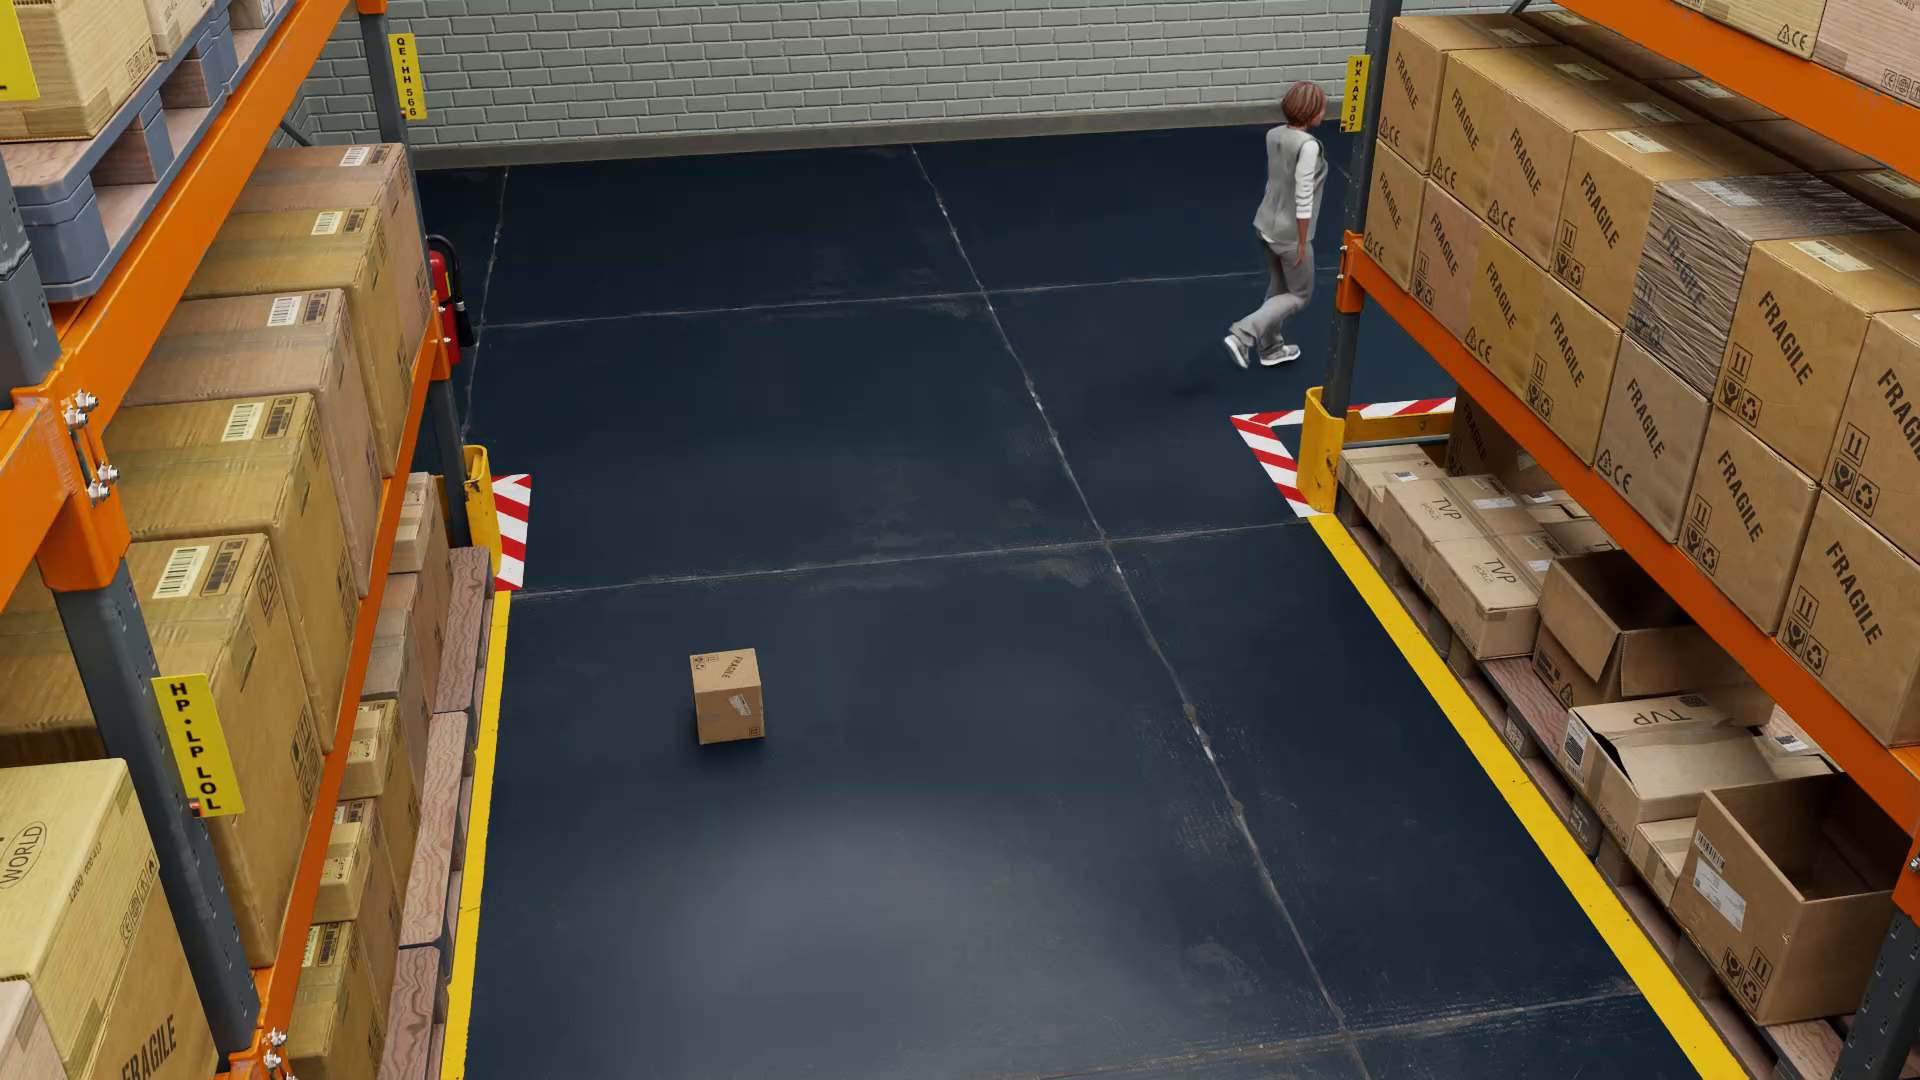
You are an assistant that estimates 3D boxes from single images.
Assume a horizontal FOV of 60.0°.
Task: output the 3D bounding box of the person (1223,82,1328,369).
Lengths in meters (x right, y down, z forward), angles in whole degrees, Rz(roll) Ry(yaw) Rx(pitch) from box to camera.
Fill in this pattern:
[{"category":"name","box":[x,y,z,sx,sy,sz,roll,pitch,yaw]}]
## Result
[{"category":"person","box":[1.667,-1.608,8.782,0.612,1.583,0.465,-12,33,-19]}]
